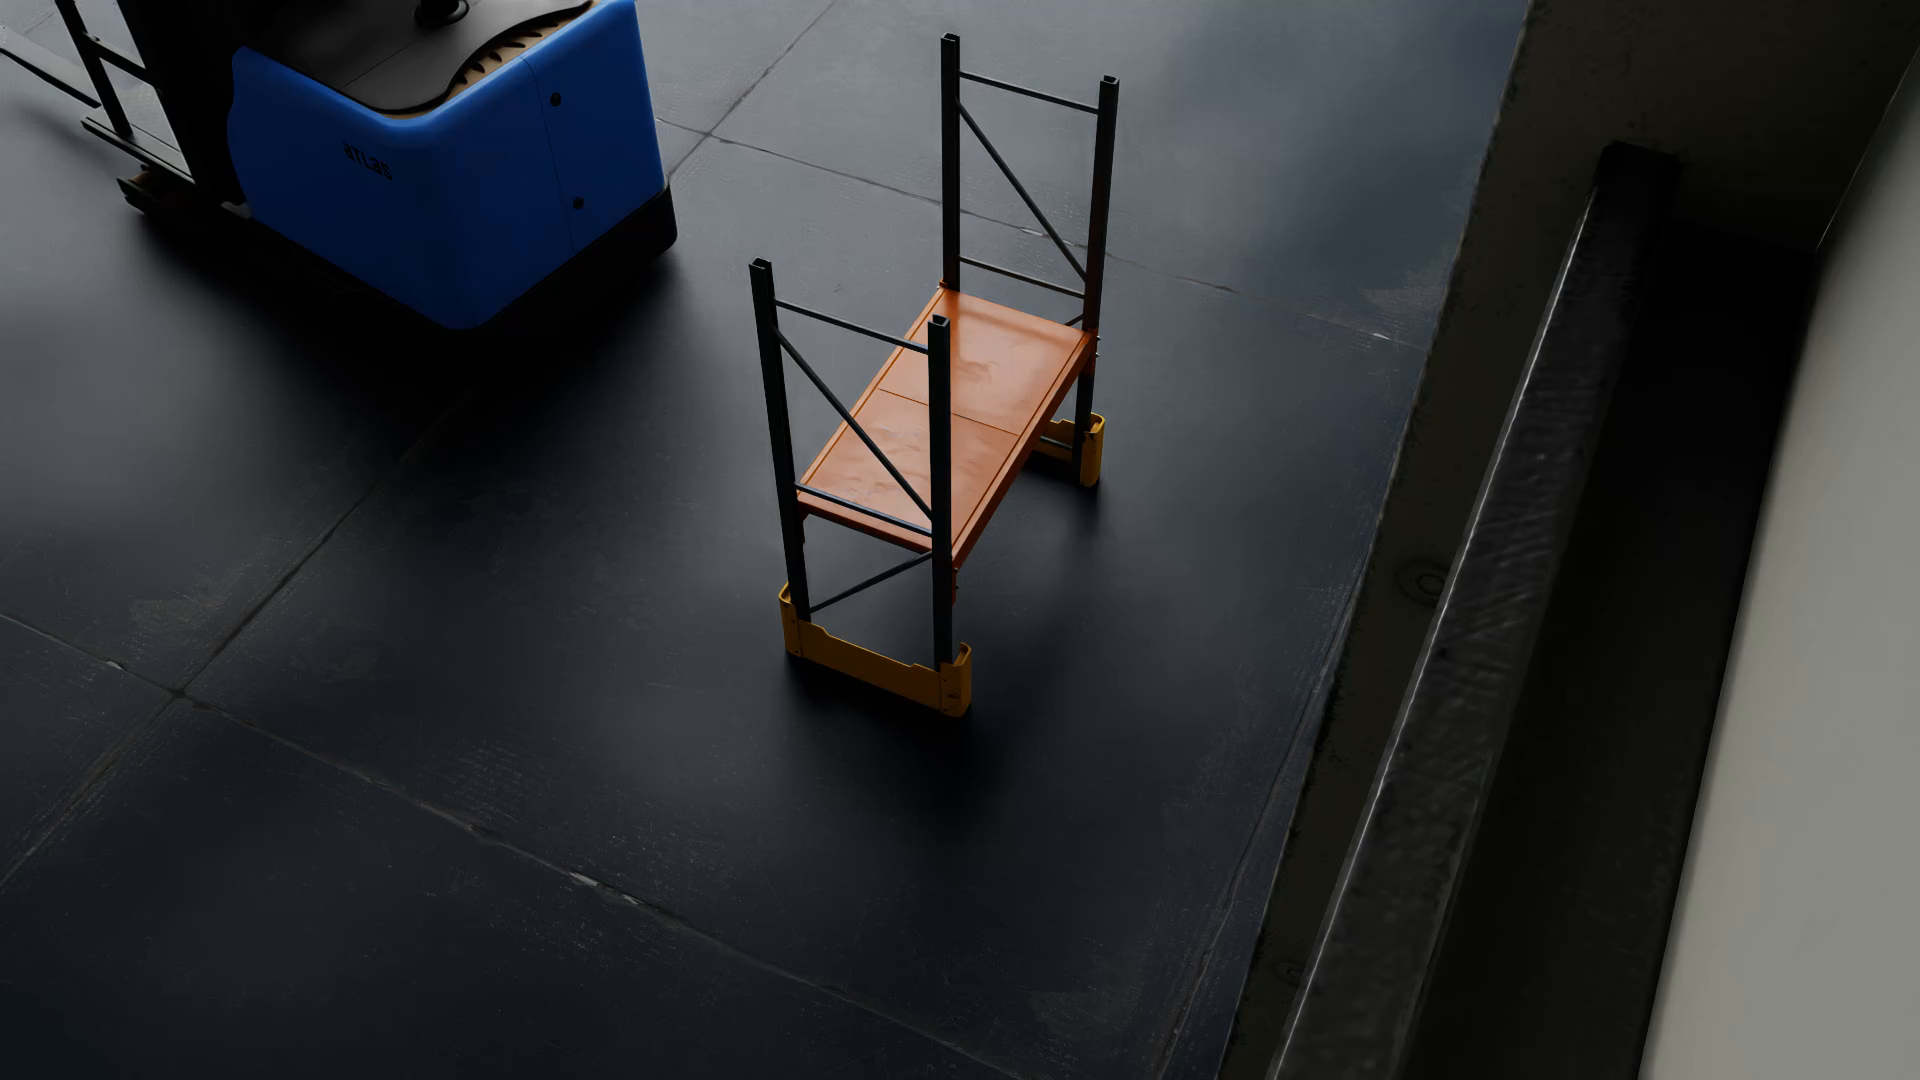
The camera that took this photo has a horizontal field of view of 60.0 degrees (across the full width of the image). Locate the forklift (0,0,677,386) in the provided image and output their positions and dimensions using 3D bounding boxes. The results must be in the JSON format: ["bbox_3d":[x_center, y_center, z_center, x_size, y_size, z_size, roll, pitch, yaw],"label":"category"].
[{"bbox_3d":[-2.530,-2.386,5.356,3.031,2.935,1.130,29,55,22],"label":"forklift"}]

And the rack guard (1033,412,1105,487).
[{"bbox_3d":[0.180,-0.371,5.402,0.587,0.250,0.087,20,52,16],"label":"rack guard"}]

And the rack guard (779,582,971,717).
[{"bbox_3d":[-0.245,0.314,4.818,0.587,0.250,0.087,20,52,16],"label":"rack guard"}]

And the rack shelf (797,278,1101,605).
[{"bbox_3d":[-0.036,-0.311,4.766,0.538,0.185,1.000,20,52,16],"label":"rack shelf"}]

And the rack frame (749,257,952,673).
[{"bbox_3d":[-0.254,-0.077,4.331,0.500,1.500,0.032,20,52,16],"label":"rack frame"}]

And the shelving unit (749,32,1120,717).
[{"bbox_3d":[-0.033,-0.434,4.634,0.587,1.500,1.083,20,52,16],"label":"shelving unit"}]

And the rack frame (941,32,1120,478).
[{"bbox_3d":[0.181,-0.777,4.927,0.500,1.500,0.032,20,52,16],"label":"rack frame"}]
